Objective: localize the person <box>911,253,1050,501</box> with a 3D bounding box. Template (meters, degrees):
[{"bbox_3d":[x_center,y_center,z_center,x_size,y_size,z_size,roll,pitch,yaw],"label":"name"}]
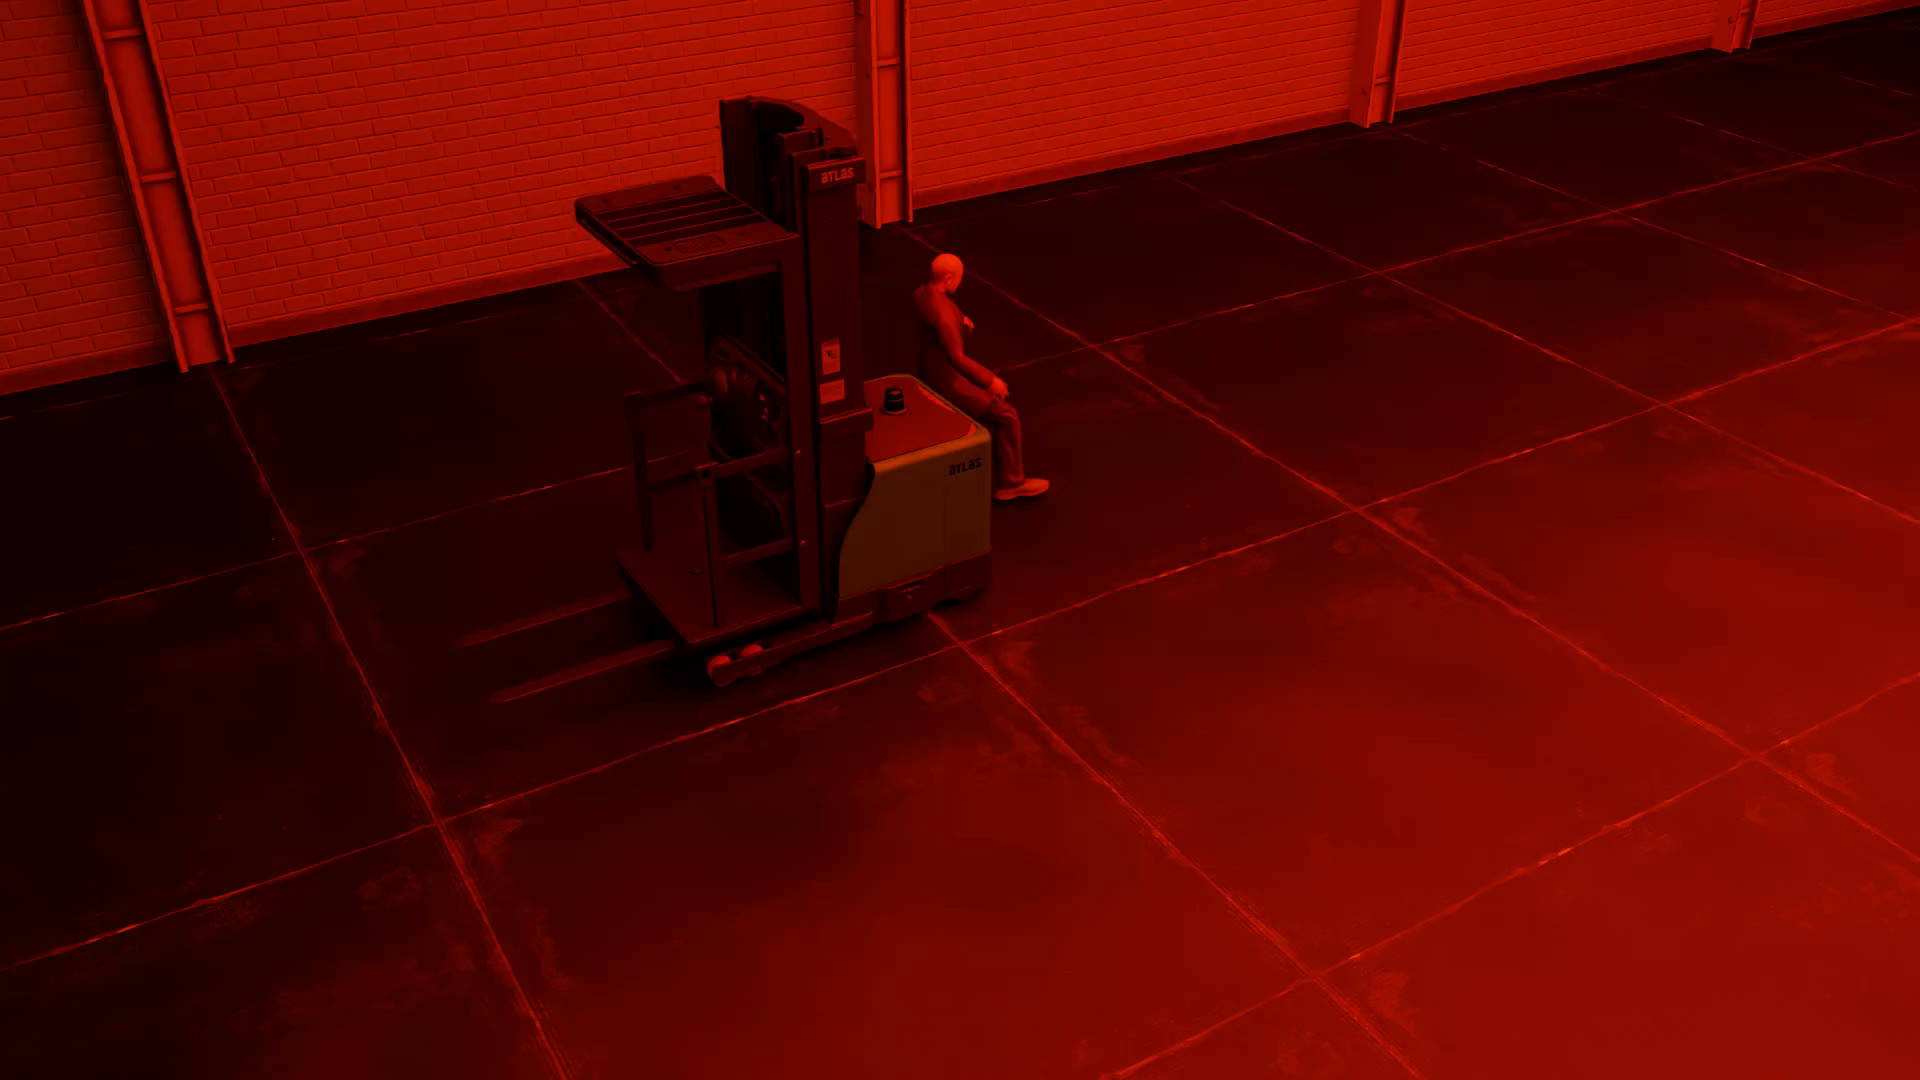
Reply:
[{"bbox_3d":[-0.020,-1.096,10.826,0.984,1.650,1.037,-10,32,-16],"label":"person"}]

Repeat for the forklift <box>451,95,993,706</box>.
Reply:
[{"bbox_3d":[-1.330,-0.763,8.922,3.031,2.935,1.130,-18,35,-27],"label":"forklift"}]
